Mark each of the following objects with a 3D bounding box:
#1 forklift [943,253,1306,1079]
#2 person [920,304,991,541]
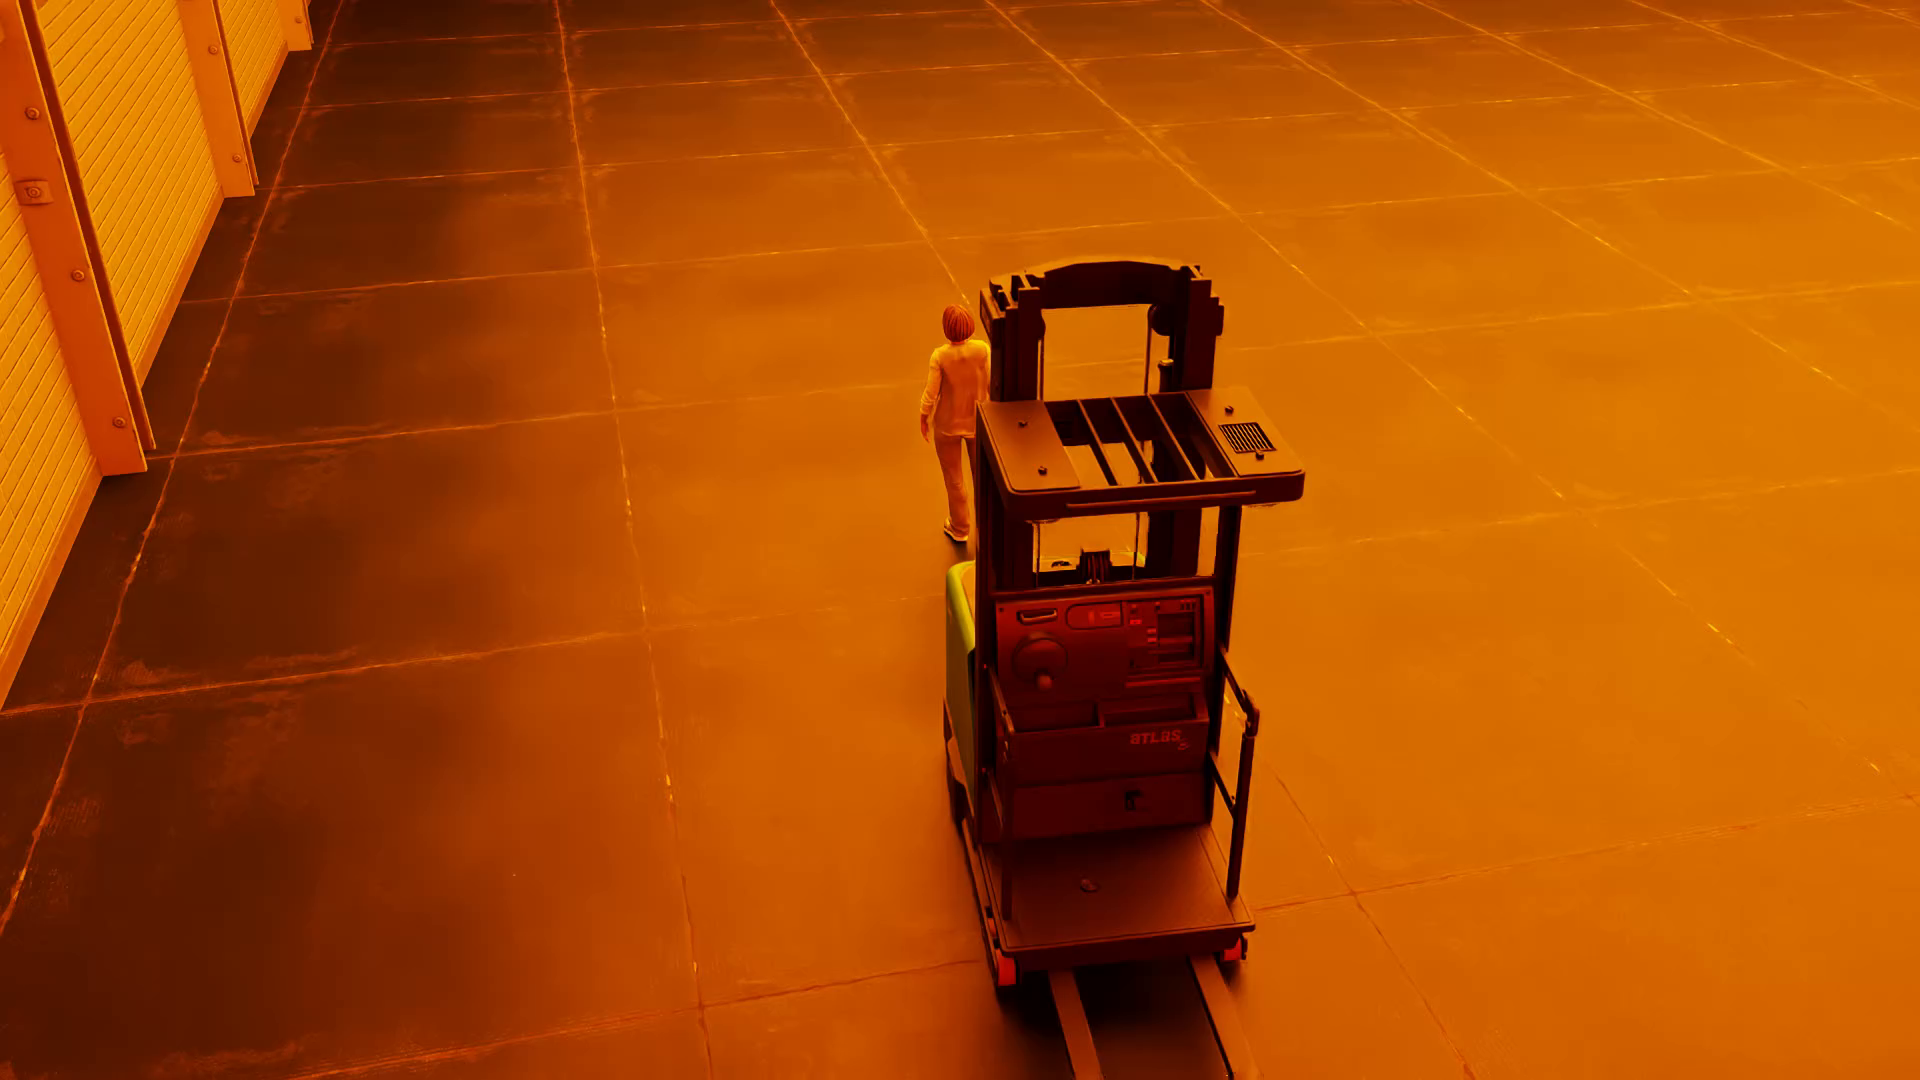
[{"bbox_3d":[0.643,0.463,6.775,1.130,2.935,3.031,-4,30,-7],"label":"forklift"},{"bbox_3d":[-0.004,-0.735,10.162,0.521,1.599,0.473,-7,31,-12],"label":"person"}]
